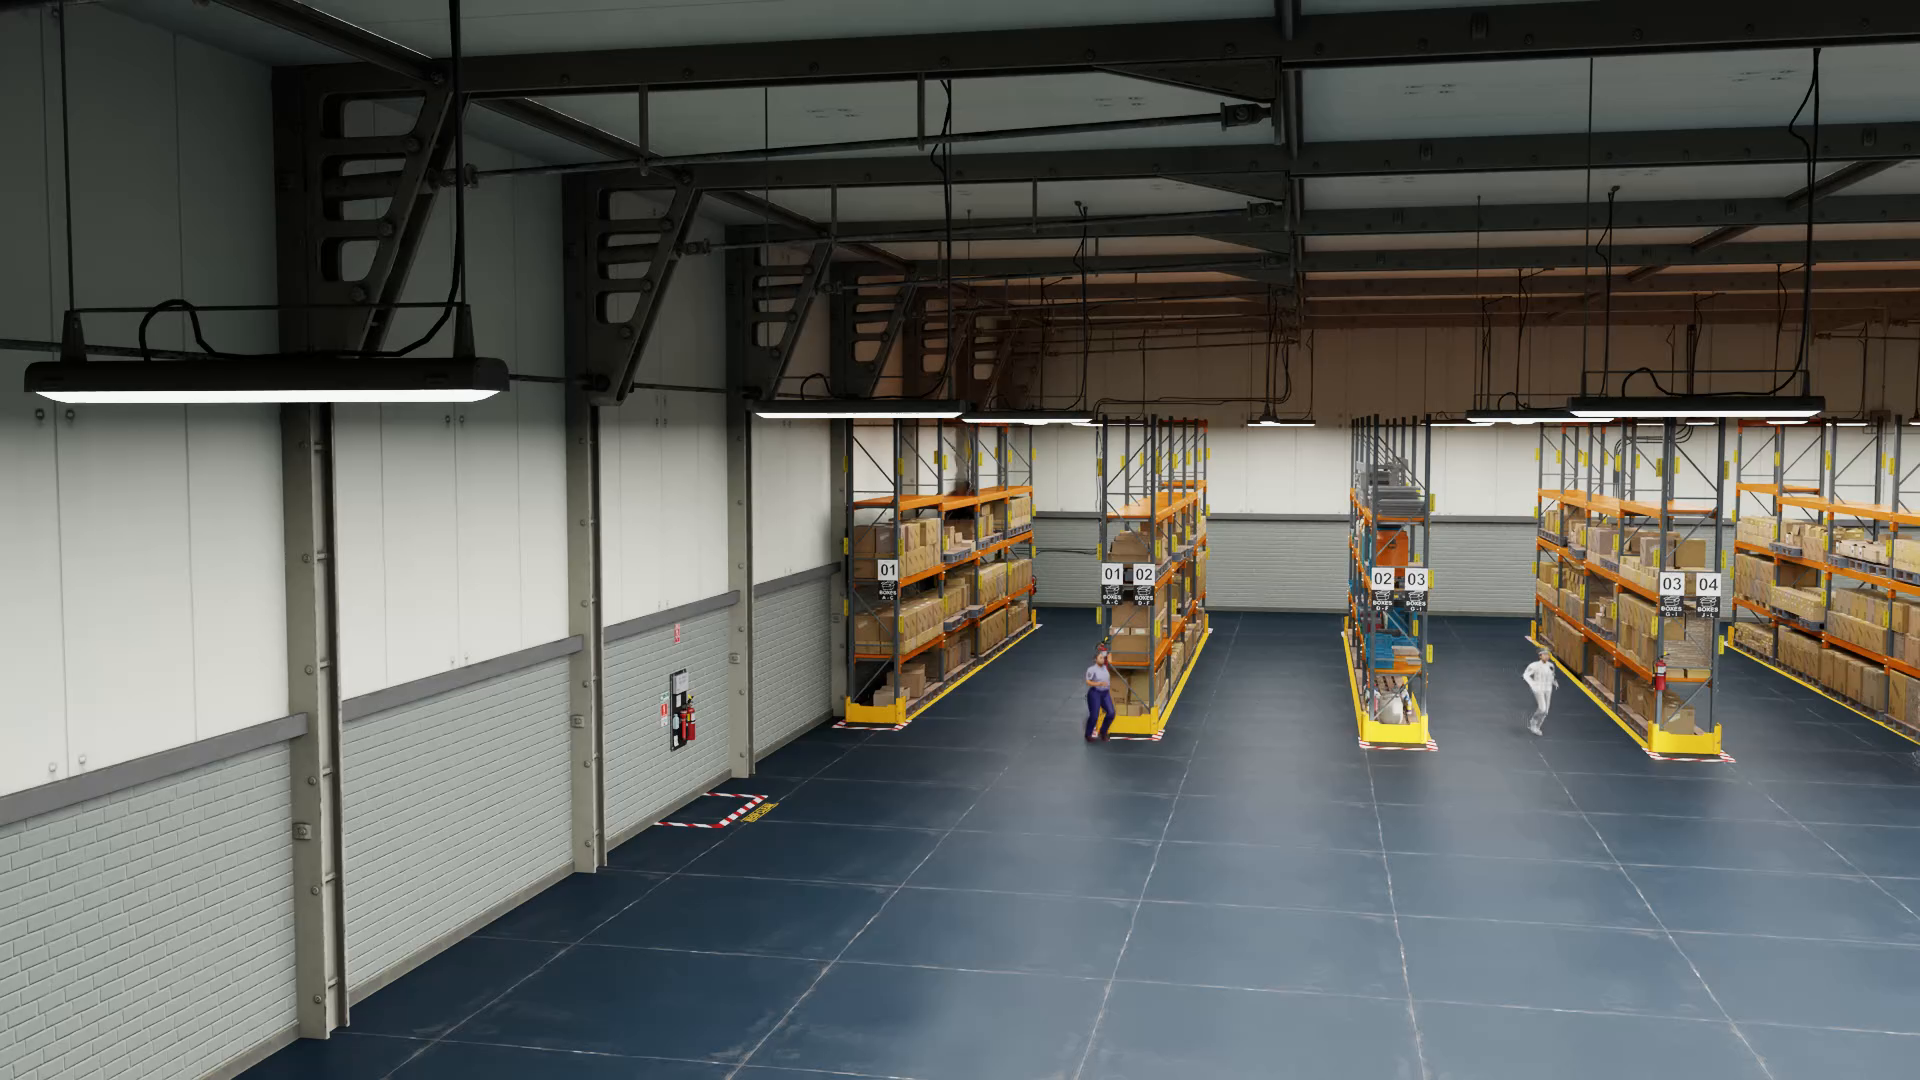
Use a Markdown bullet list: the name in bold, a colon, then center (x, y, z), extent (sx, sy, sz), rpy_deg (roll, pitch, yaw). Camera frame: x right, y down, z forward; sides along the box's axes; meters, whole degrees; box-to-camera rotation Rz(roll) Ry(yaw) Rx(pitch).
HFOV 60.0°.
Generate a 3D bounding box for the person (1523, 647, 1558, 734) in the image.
- **person**: center (10.873, 2.819, 30.994), extent (0.588, 1.653, 0.578), rpy_deg (-1, 4, -12)

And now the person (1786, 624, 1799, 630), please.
- **person**: center (22.429, 1.902, 44.637), extent (0.657, 1.706, 0.546), rpy_deg (-1, 4, -17)

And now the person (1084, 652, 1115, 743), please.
- **person**: center (2.556, 2.898, 30.373), extent (0.600, 1.700, 0.620), rpy_deg (-3, 5, -35)
